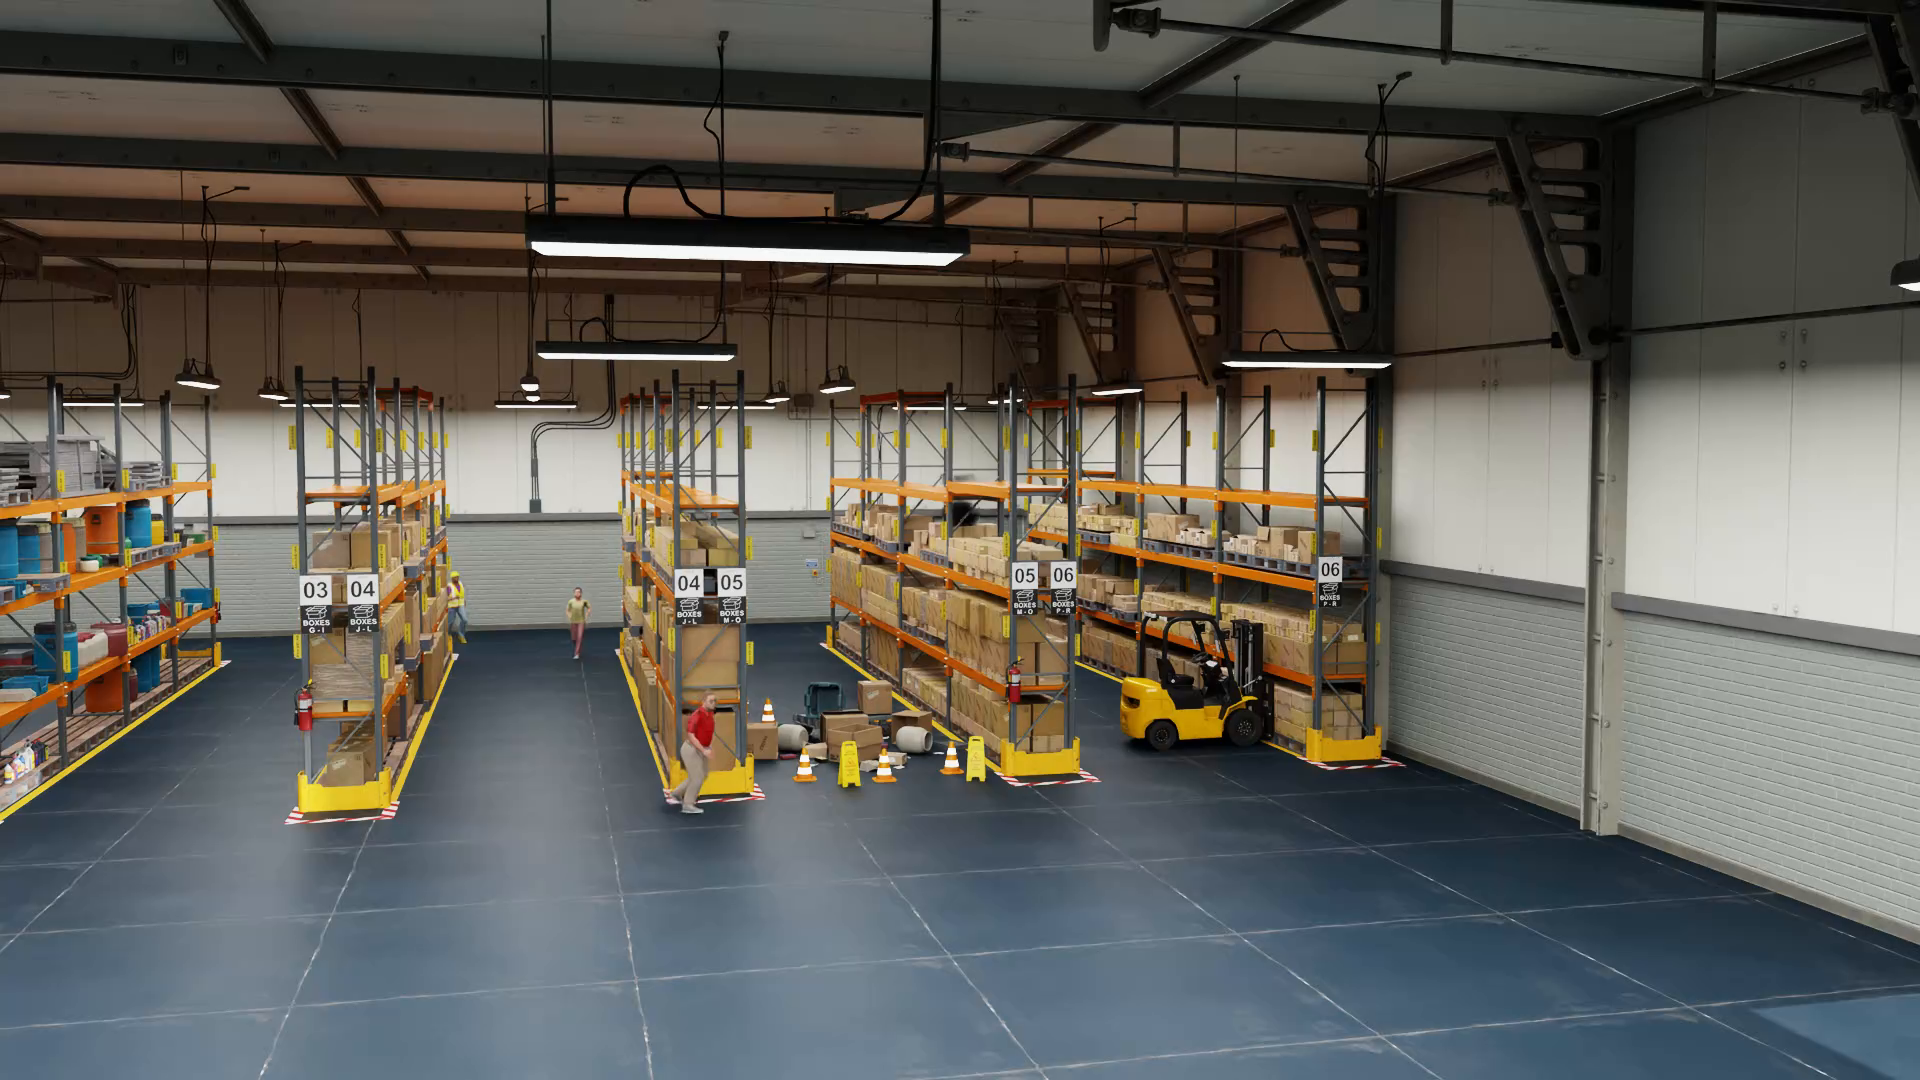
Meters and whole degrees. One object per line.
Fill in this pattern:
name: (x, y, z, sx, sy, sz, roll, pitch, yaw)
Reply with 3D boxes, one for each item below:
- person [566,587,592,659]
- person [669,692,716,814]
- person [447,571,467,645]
person: (-8.783, 1.903, 38.285, 0.577, 1.635, 0.757, 0, 3, -7)
person: (-3.589, 2.843, 22.313, 0.740, 1.649, 0.649, 1, 3, 13)
person: (-12.434, 1.672, 40.999, 0.842, 1.808, 0.681, 3, 5, 44)
